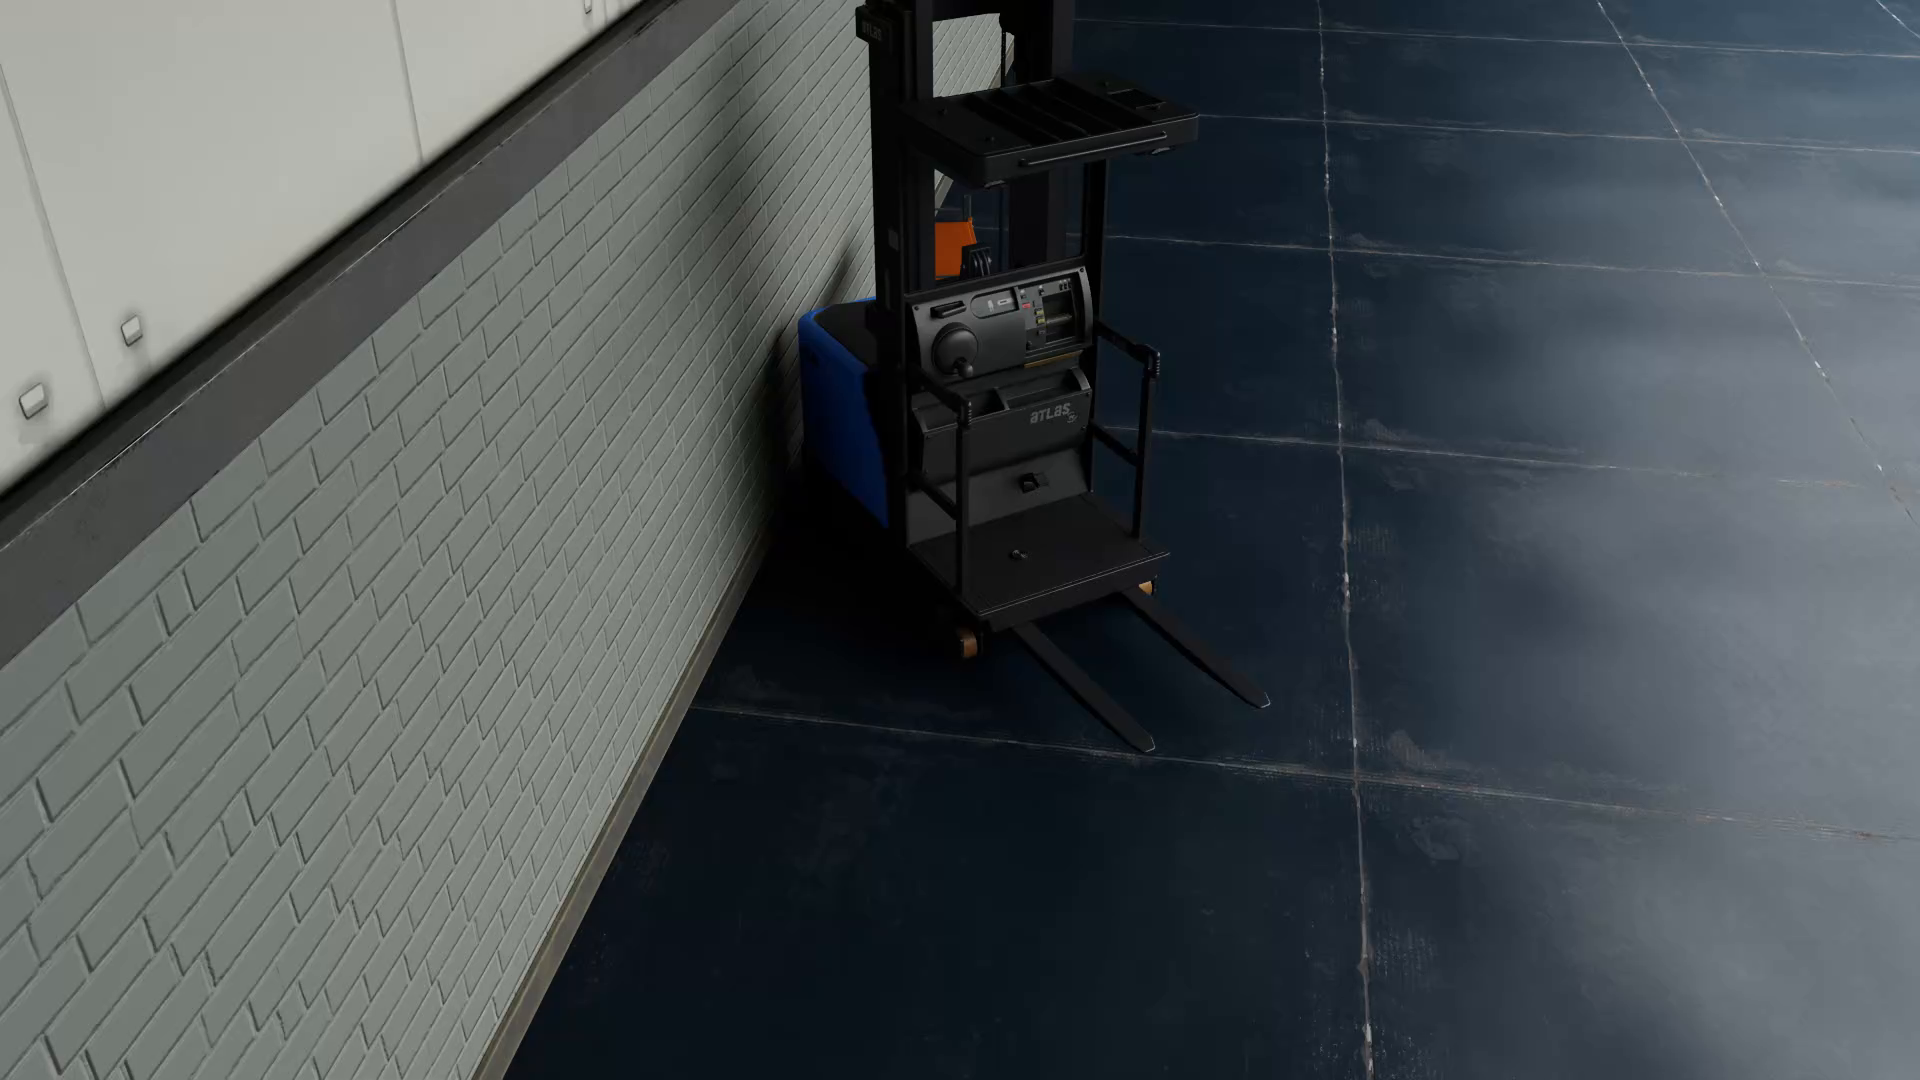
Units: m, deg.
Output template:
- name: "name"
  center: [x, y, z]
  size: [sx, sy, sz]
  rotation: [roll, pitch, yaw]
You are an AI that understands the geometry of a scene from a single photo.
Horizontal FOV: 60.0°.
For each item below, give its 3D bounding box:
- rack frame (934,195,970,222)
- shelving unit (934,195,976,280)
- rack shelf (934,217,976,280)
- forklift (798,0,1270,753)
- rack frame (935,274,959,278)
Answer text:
- name: "rack frame"
  center: [-0.189, -1.565, 10.190]
  size: [0.500, 1.125, 0.032]
  rotation: [-3, 32, -4]
- name: "shelving unit"
  center: [-0.142, -1.296, 9.761]
  size: [0.538, 1.125, 1.048]
  rotation: [-3, 32, -4]
- name: "rack shelf"
  center: [-0.142, -1.544, 9.605]
  size: [0.538, 0.278, 1.000]
  rotation: [-3, 32, -4]
- name: "forklift"
  center: [0.308, -0.954, 7.512]
  size: [1.130, 2.935, 3.031]
  rotation: [-17, 36, -25]
- name: "rack frame"
  center: [-0.095, -1.028, 9.332]
  size: [0.500, 1.125, 0.032]
  rotation: [-3, 32, -4]
